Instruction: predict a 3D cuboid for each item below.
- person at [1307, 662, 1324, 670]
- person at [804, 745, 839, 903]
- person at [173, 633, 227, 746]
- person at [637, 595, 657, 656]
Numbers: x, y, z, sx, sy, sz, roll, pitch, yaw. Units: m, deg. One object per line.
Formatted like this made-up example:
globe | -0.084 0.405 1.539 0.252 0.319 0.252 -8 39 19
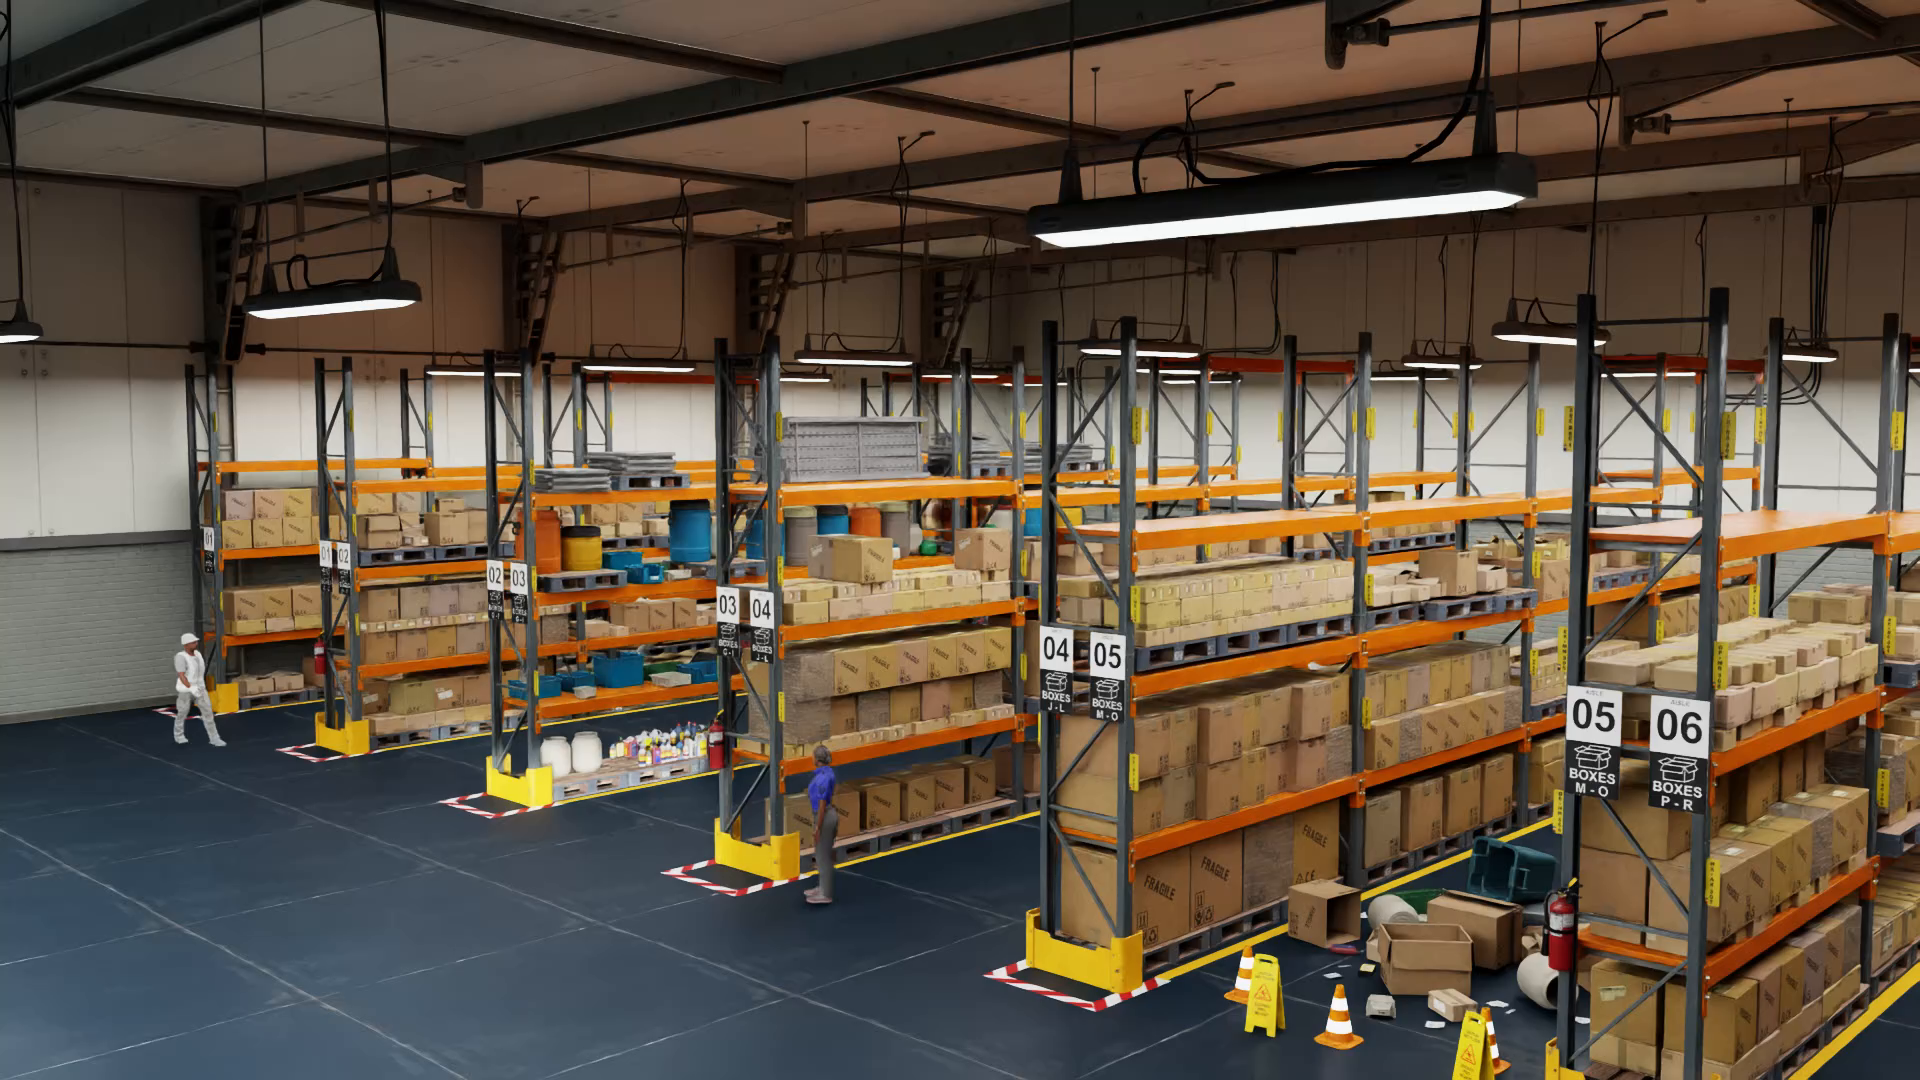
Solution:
person | 4.772 2.566 22.570 0.403 1.812 0.573 1 5 17
person | -1.476 2.979 17.540 0.386 1.659 0.502 0 4 1
person | -11.776 2.299 25.554 0.988 1.732 0.504 3 5 32
person | -6.341 1.757 33.545 0.469 1.665 0.491 -1 4 -11
